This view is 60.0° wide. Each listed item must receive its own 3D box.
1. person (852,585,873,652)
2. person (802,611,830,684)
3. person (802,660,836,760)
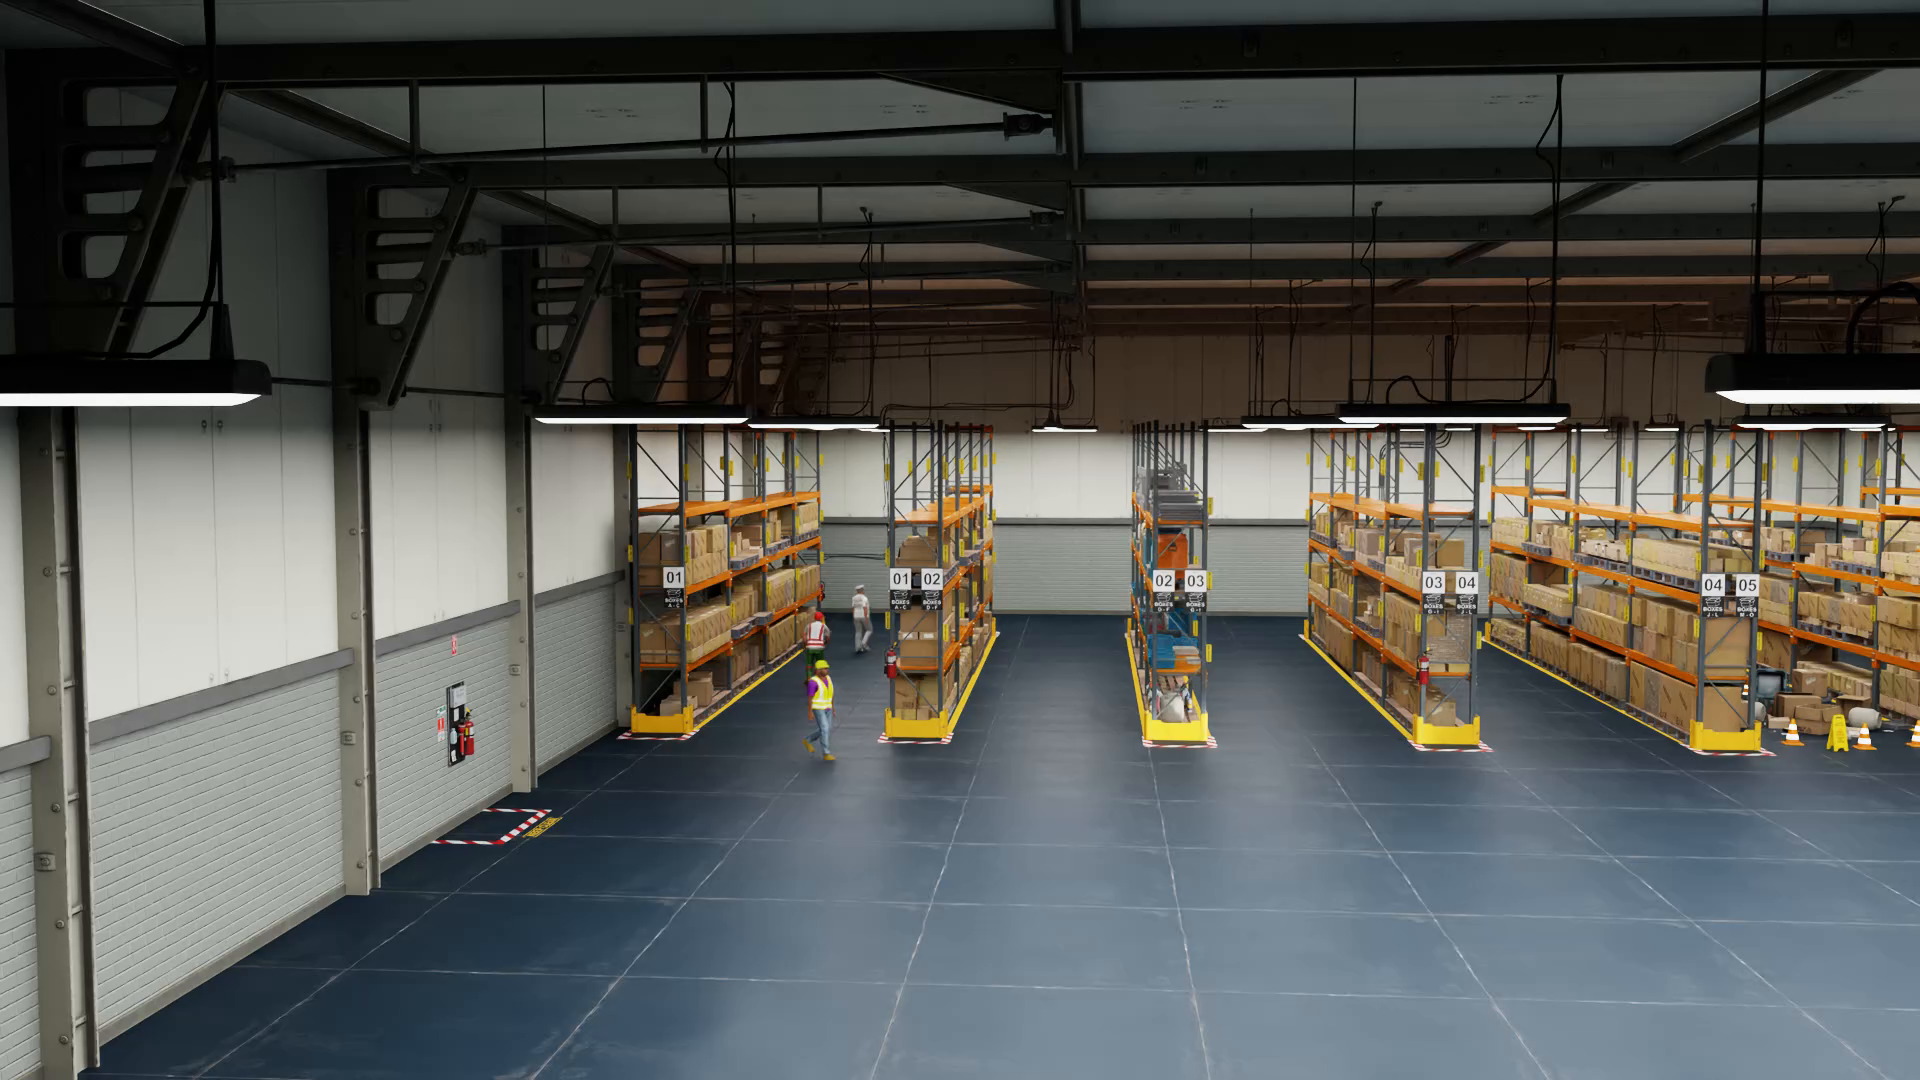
[{"bbox_3d":[-2.597,2.057,43.829,0.578,1.760,0.491,2,4,24],"label":"person"},{"bbox_3d":[-3.287,2.485,37.992,0.652,1.682,0.781,0,4,5],"label":"person"},{"bbox_3d":[-2.465,2.985,29.425,0.891,1.740,0.628,3,4,35],"label":"person"}]
